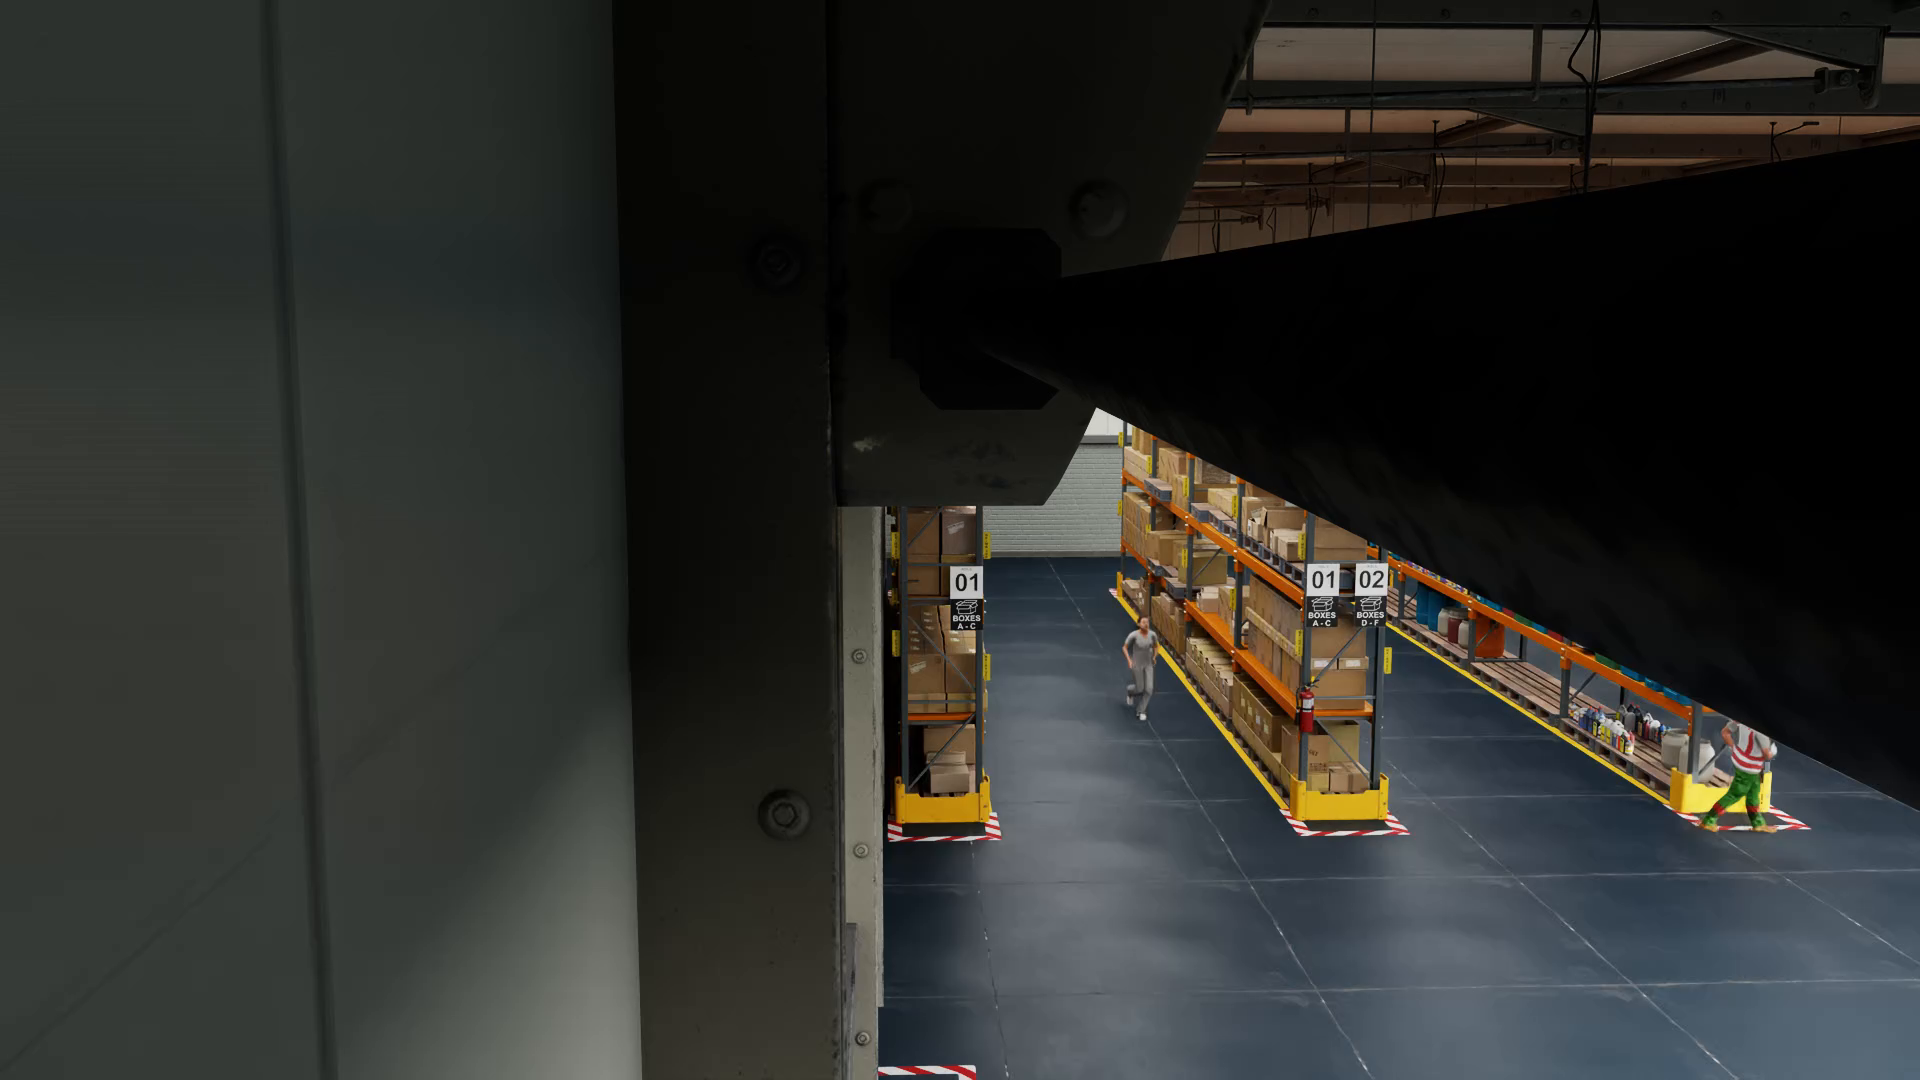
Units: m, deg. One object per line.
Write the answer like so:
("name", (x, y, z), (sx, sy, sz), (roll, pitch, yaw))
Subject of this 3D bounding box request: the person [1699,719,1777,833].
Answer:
("person", (9.302, 2.685, 19.602), (0.944, 1.742, 0.692), (1, 8, 6))

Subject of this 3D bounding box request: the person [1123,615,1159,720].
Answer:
("person", (2.798, 1.937, 25.738), (0.577, 1.625, 0.616), (-2, 8, -16))
